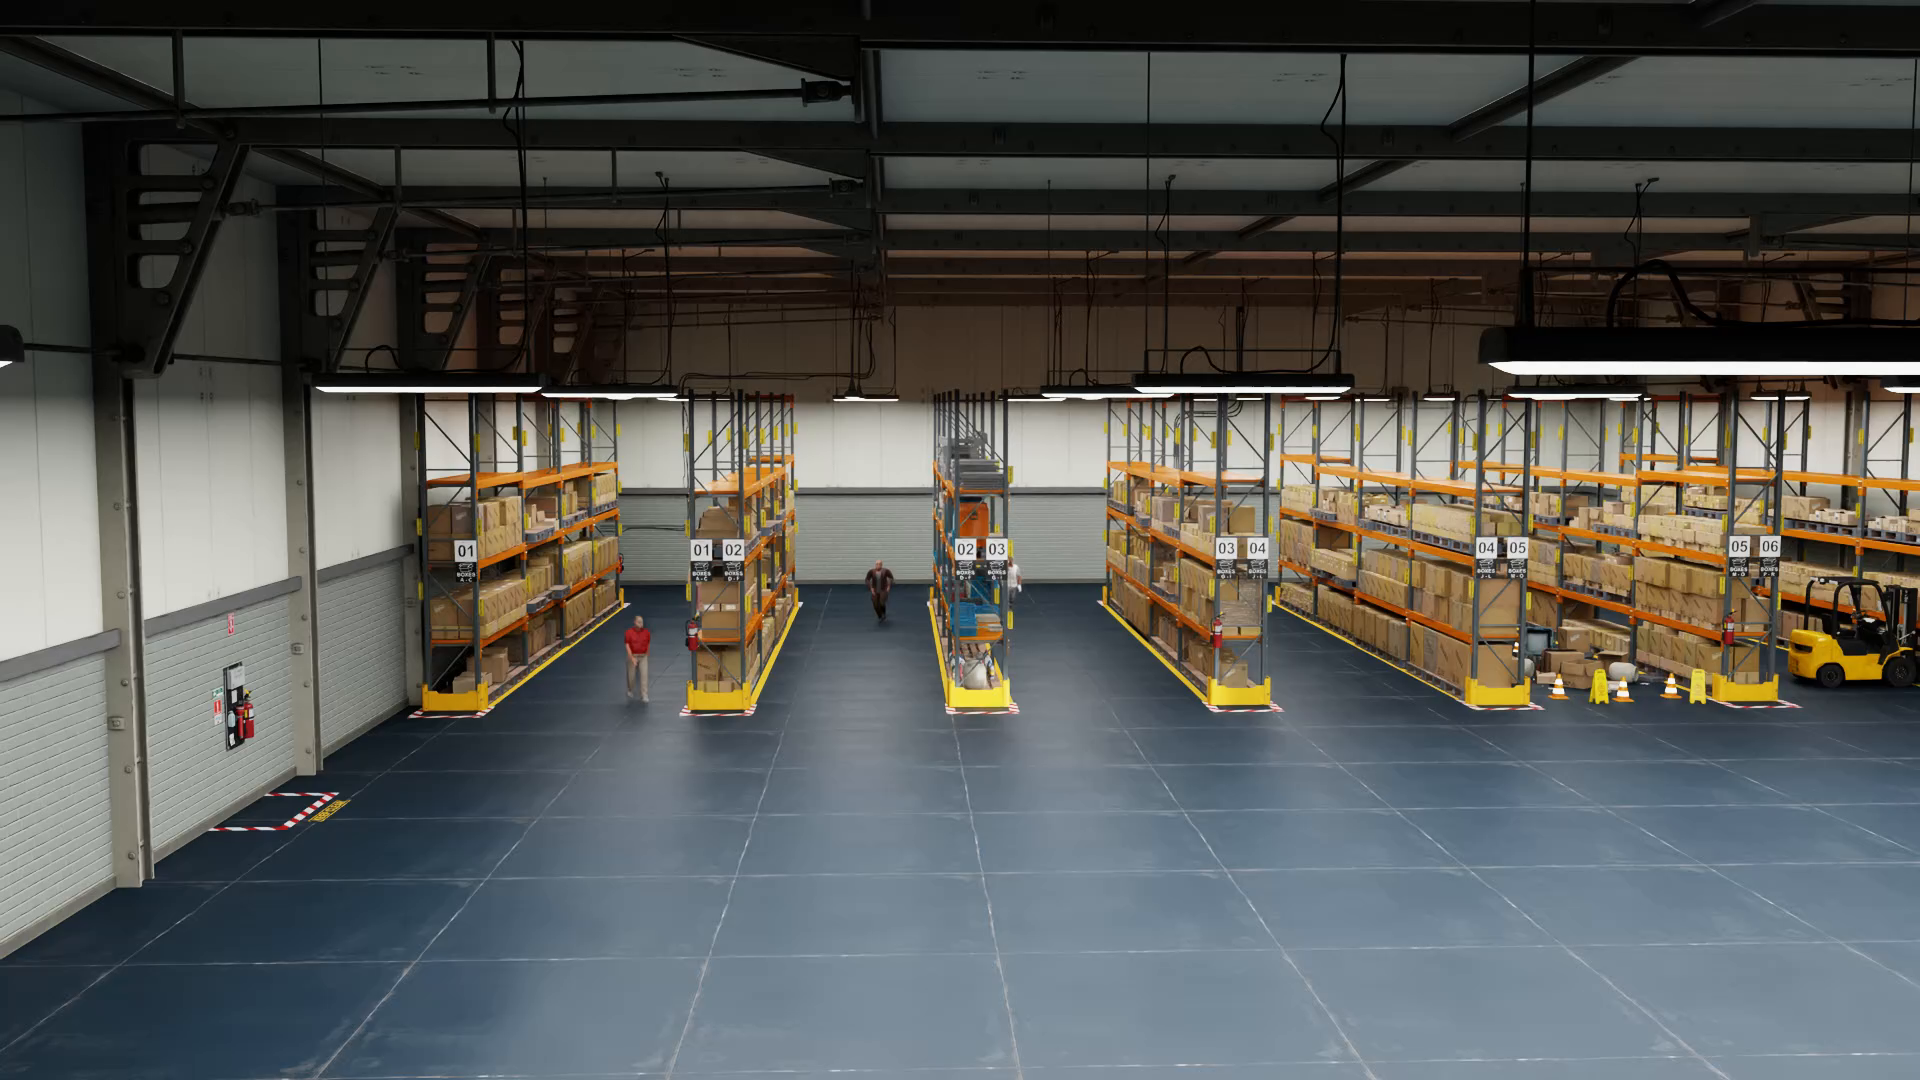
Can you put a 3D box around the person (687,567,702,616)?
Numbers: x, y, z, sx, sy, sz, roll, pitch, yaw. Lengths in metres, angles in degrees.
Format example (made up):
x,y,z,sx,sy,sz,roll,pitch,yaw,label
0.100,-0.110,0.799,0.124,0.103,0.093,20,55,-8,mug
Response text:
x,y,z,sx,sy,sz,roll,pitch,yaw,label
-7.163,1.218,45.113,0.455,1.603,1.060,0,5,0,person

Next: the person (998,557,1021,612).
x,y,z,sx,sy,sz,roll,pitch,yaw,label
1.330,1.232,44.136,0.585,1.722,1.054,-1,5,-11,person

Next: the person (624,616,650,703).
x,y,z,sx,sy,sz,roll,pitch,yaw,label
-6.183,2.281,31.953,0.514,1.645,1.117,-2,5,-20,person

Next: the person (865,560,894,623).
x,y,z,sx,sy,sz,roll,pitch,yaw,label
-2.103,1.341,43.542,0.728,1.685,0.655,1,5,8,person
